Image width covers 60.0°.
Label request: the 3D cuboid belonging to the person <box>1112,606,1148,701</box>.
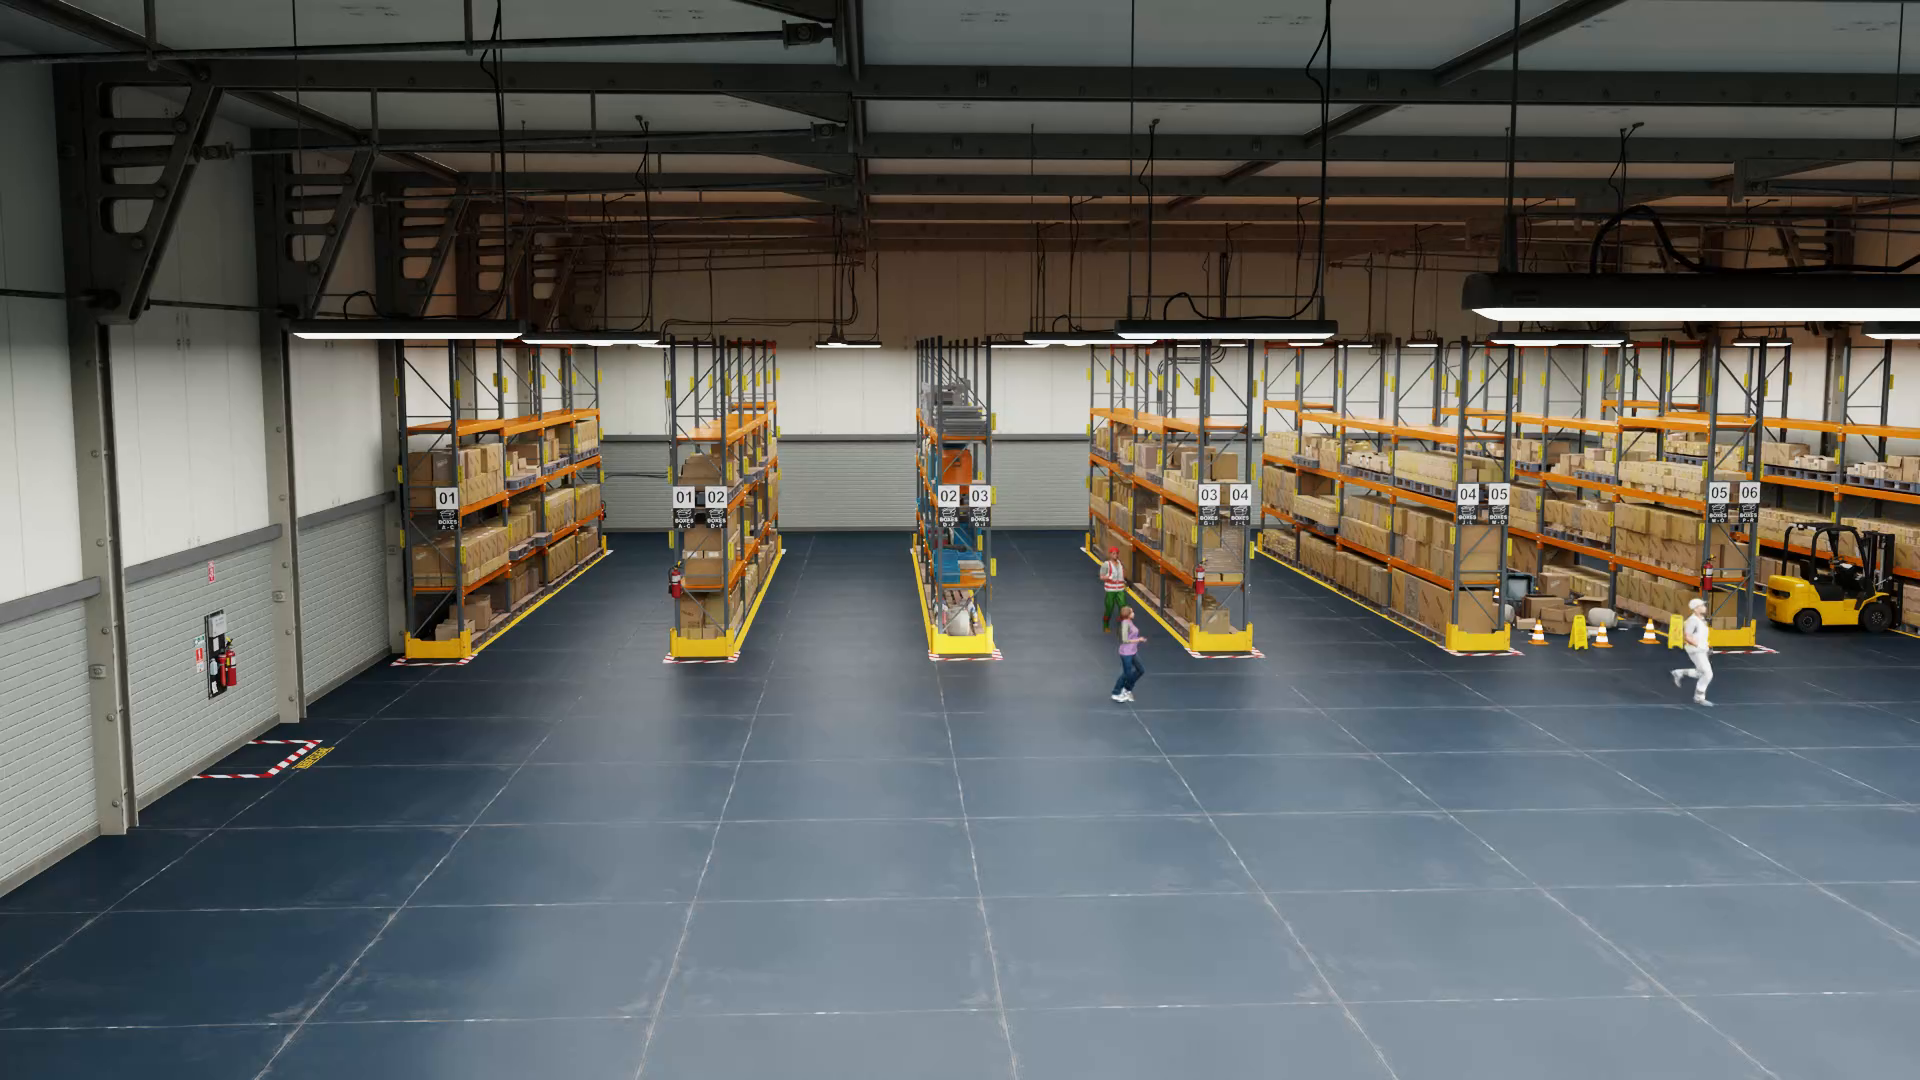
[{"bbox_3d":[2.778,1.860,27.105,0.613,1.592,0.516,3,7,22],"label":"person"}]

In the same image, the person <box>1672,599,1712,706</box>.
[{"bbox_3d":[11.936,1.806,27.069,0.675,1.725,0.676,5,8,35],"label":"person"}]

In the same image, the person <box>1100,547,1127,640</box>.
[{"bbox_3d":[3.078,1.046,33.266,0.635,1.836,0.766,-2,7,-17],"label":"person"}]

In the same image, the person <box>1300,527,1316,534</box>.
[{"bbox_3d":[10.186,-0.744,49.166,1.066,1.674,0.665,0,6,1],"label":"person"}]
